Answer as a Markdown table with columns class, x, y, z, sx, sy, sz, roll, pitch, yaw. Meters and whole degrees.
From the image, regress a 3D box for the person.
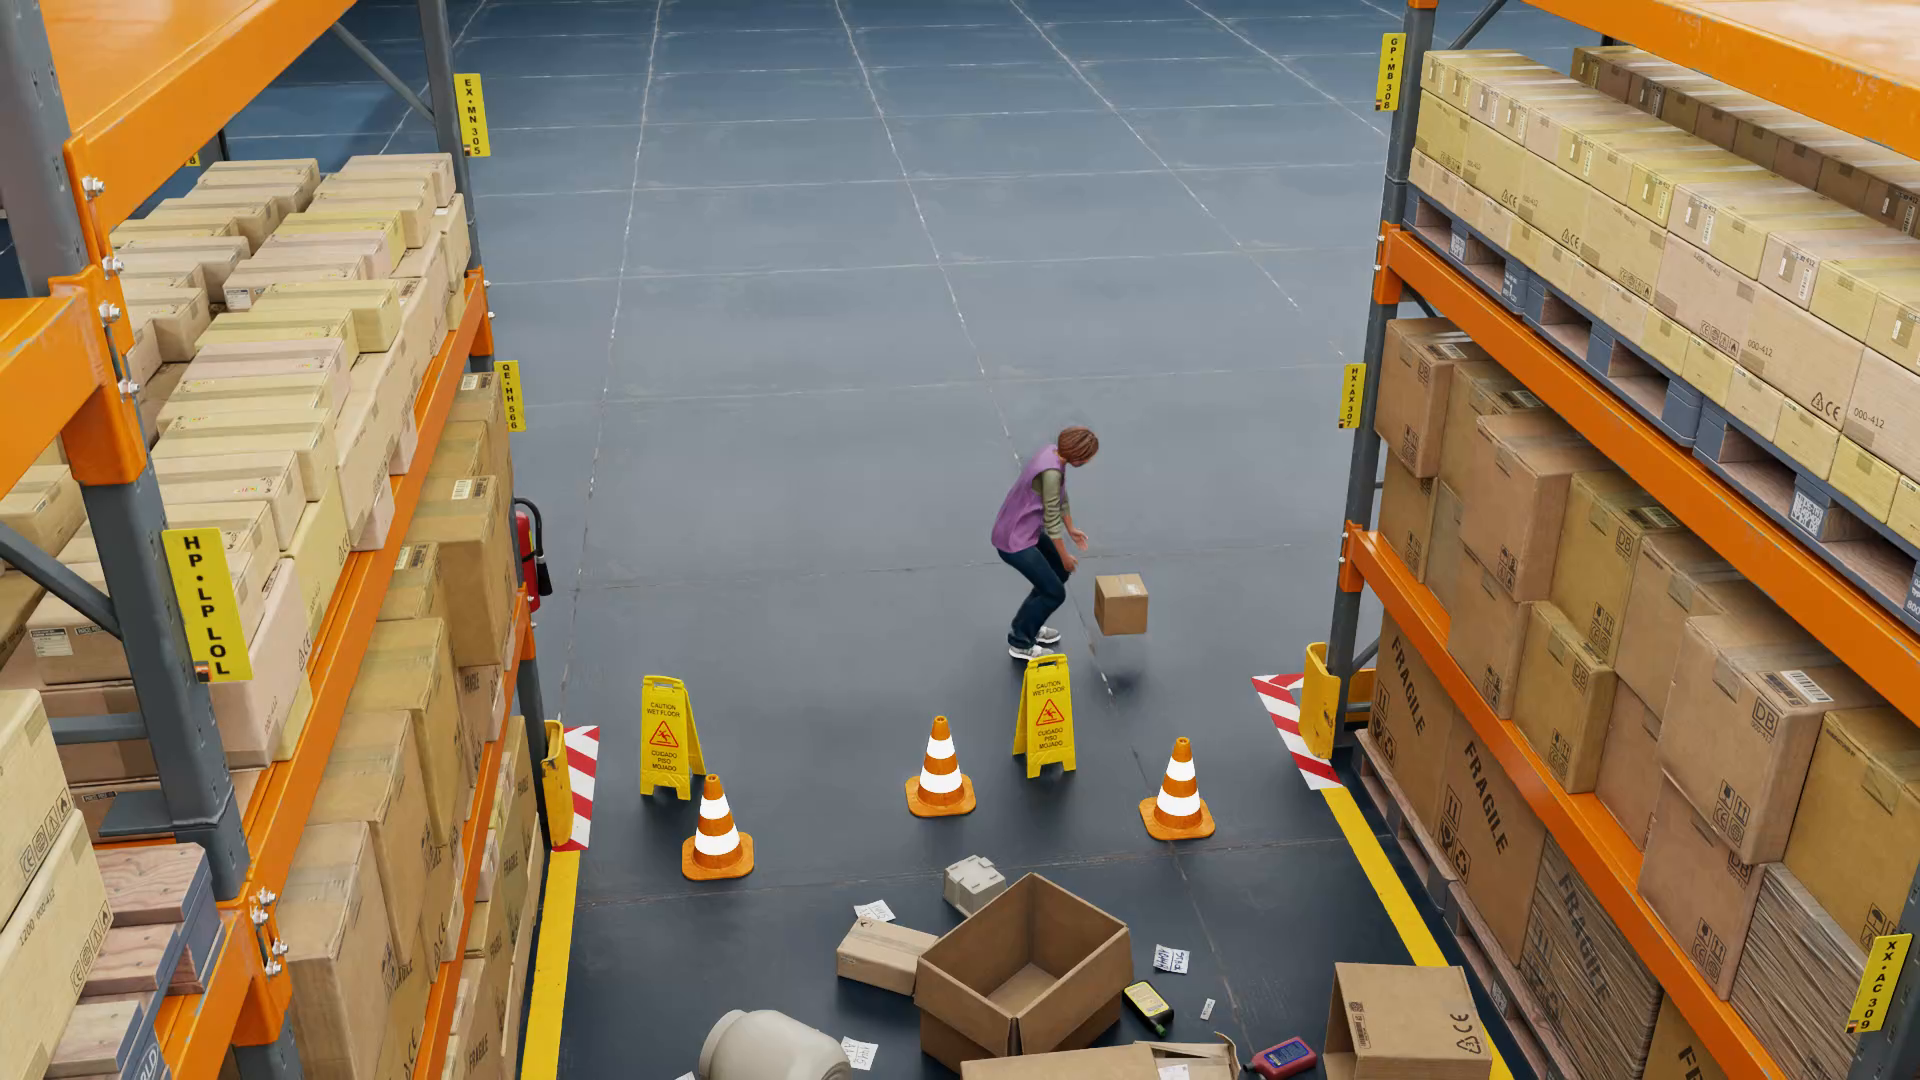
| class | x | y | z | sx | sy | sz | roll | pitch | yaw |
| --- | --- | --- | --- | --- | --- | --- | --- | --- | --- |
| person | 0.465 | 0.002 | 9.330 | 0.581 | 1.385 | 0.458 | 4 | 28 | 8 |
